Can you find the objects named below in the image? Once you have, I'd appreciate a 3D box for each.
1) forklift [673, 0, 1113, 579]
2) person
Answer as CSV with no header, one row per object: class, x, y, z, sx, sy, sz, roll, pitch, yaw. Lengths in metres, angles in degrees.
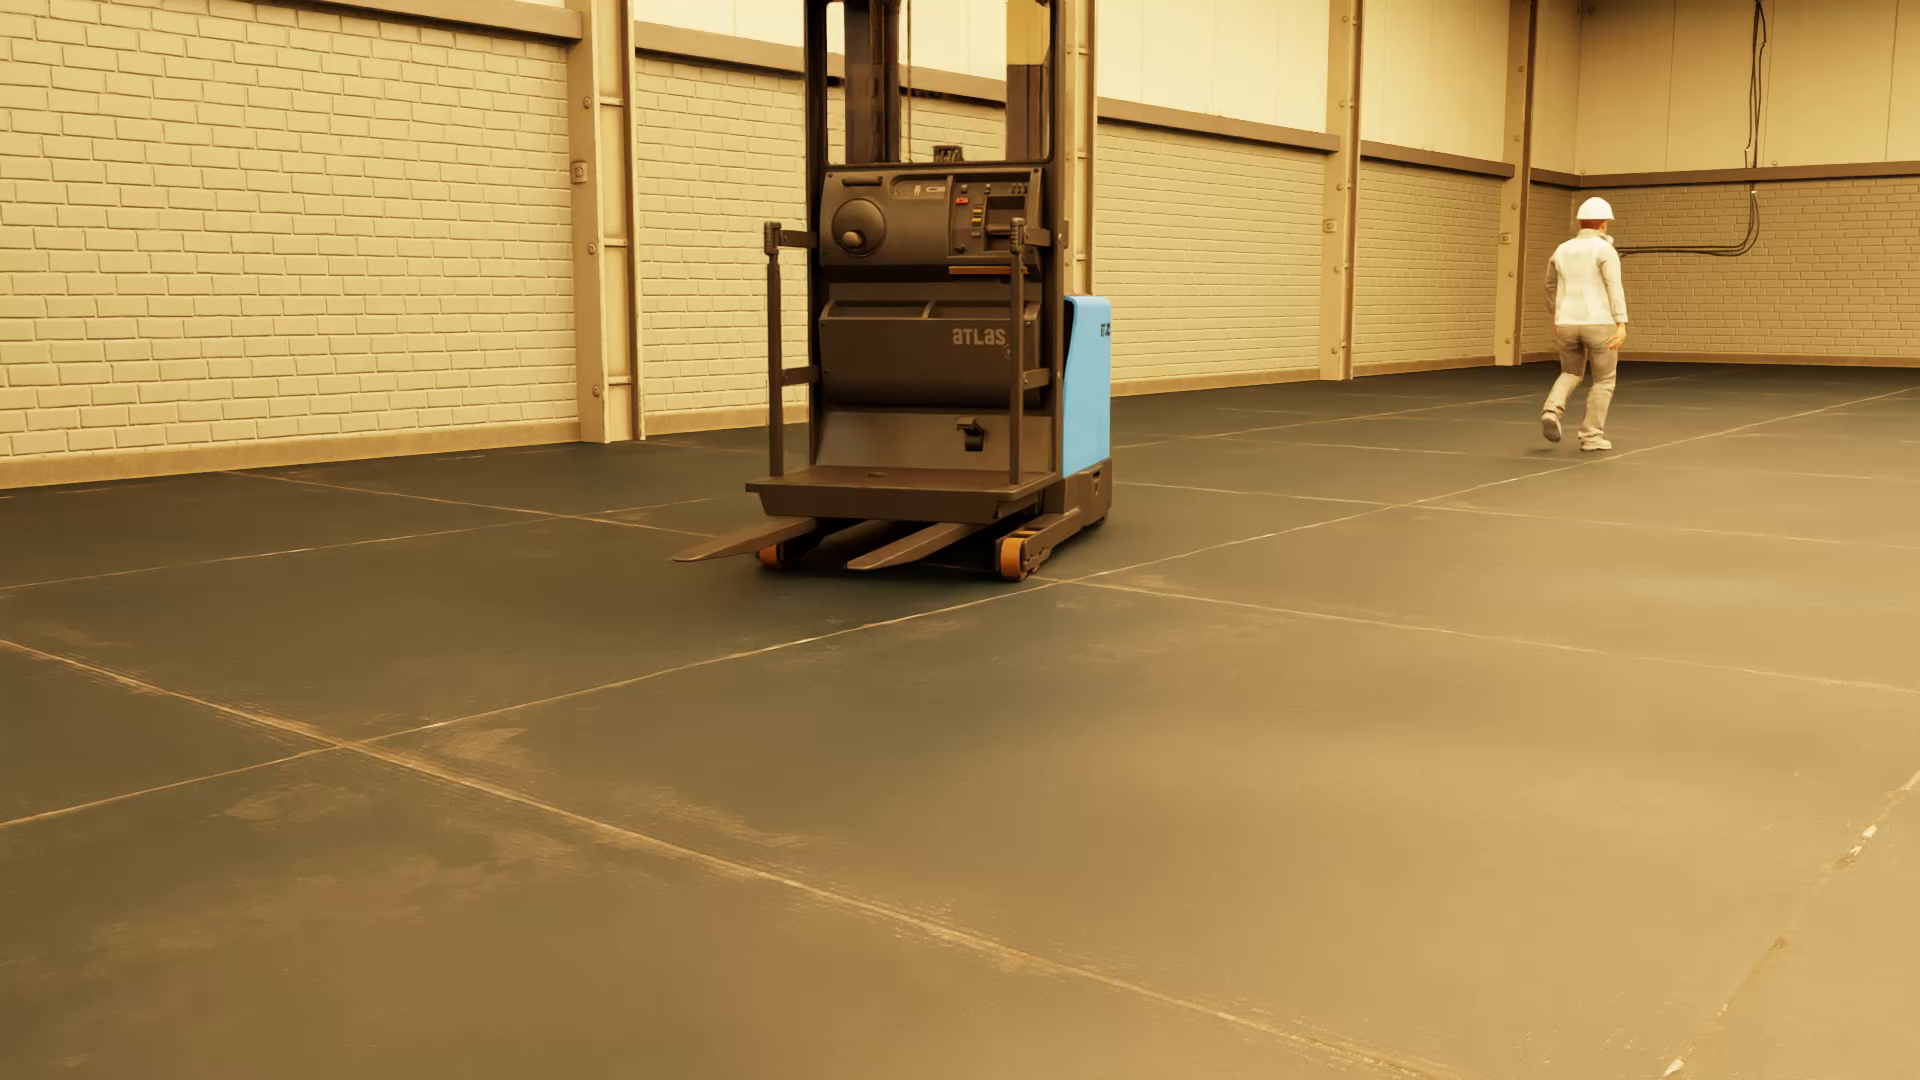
forklift,-0.183,-1.362,6.593,1.130,2.935,3.031,3,9,17
person,4.384,-1.508,11.657,0.485,1.752,0.724,-6,11,-38
